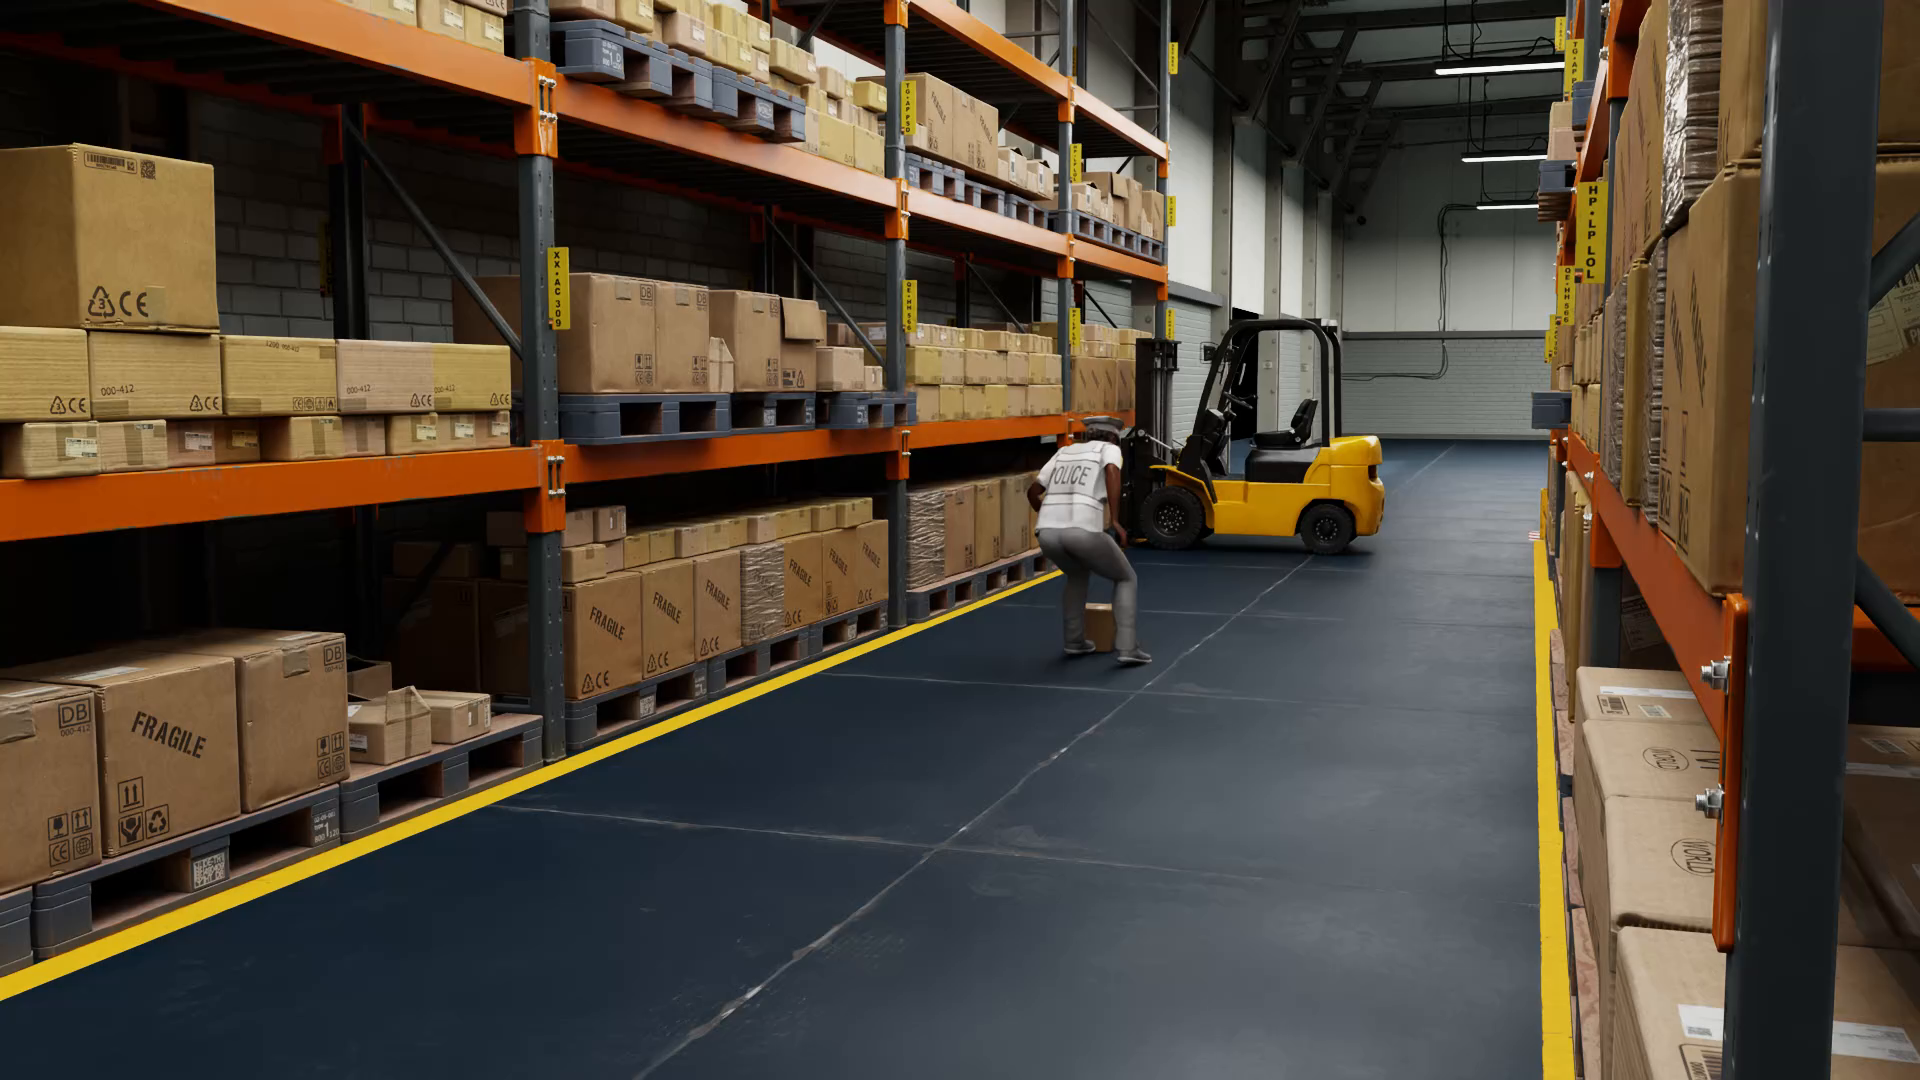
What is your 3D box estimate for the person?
[{"bbox_3d":[0.718,0.000,9.307,0.692,1.382,0.708,4,6,35],"label":"person"}]
